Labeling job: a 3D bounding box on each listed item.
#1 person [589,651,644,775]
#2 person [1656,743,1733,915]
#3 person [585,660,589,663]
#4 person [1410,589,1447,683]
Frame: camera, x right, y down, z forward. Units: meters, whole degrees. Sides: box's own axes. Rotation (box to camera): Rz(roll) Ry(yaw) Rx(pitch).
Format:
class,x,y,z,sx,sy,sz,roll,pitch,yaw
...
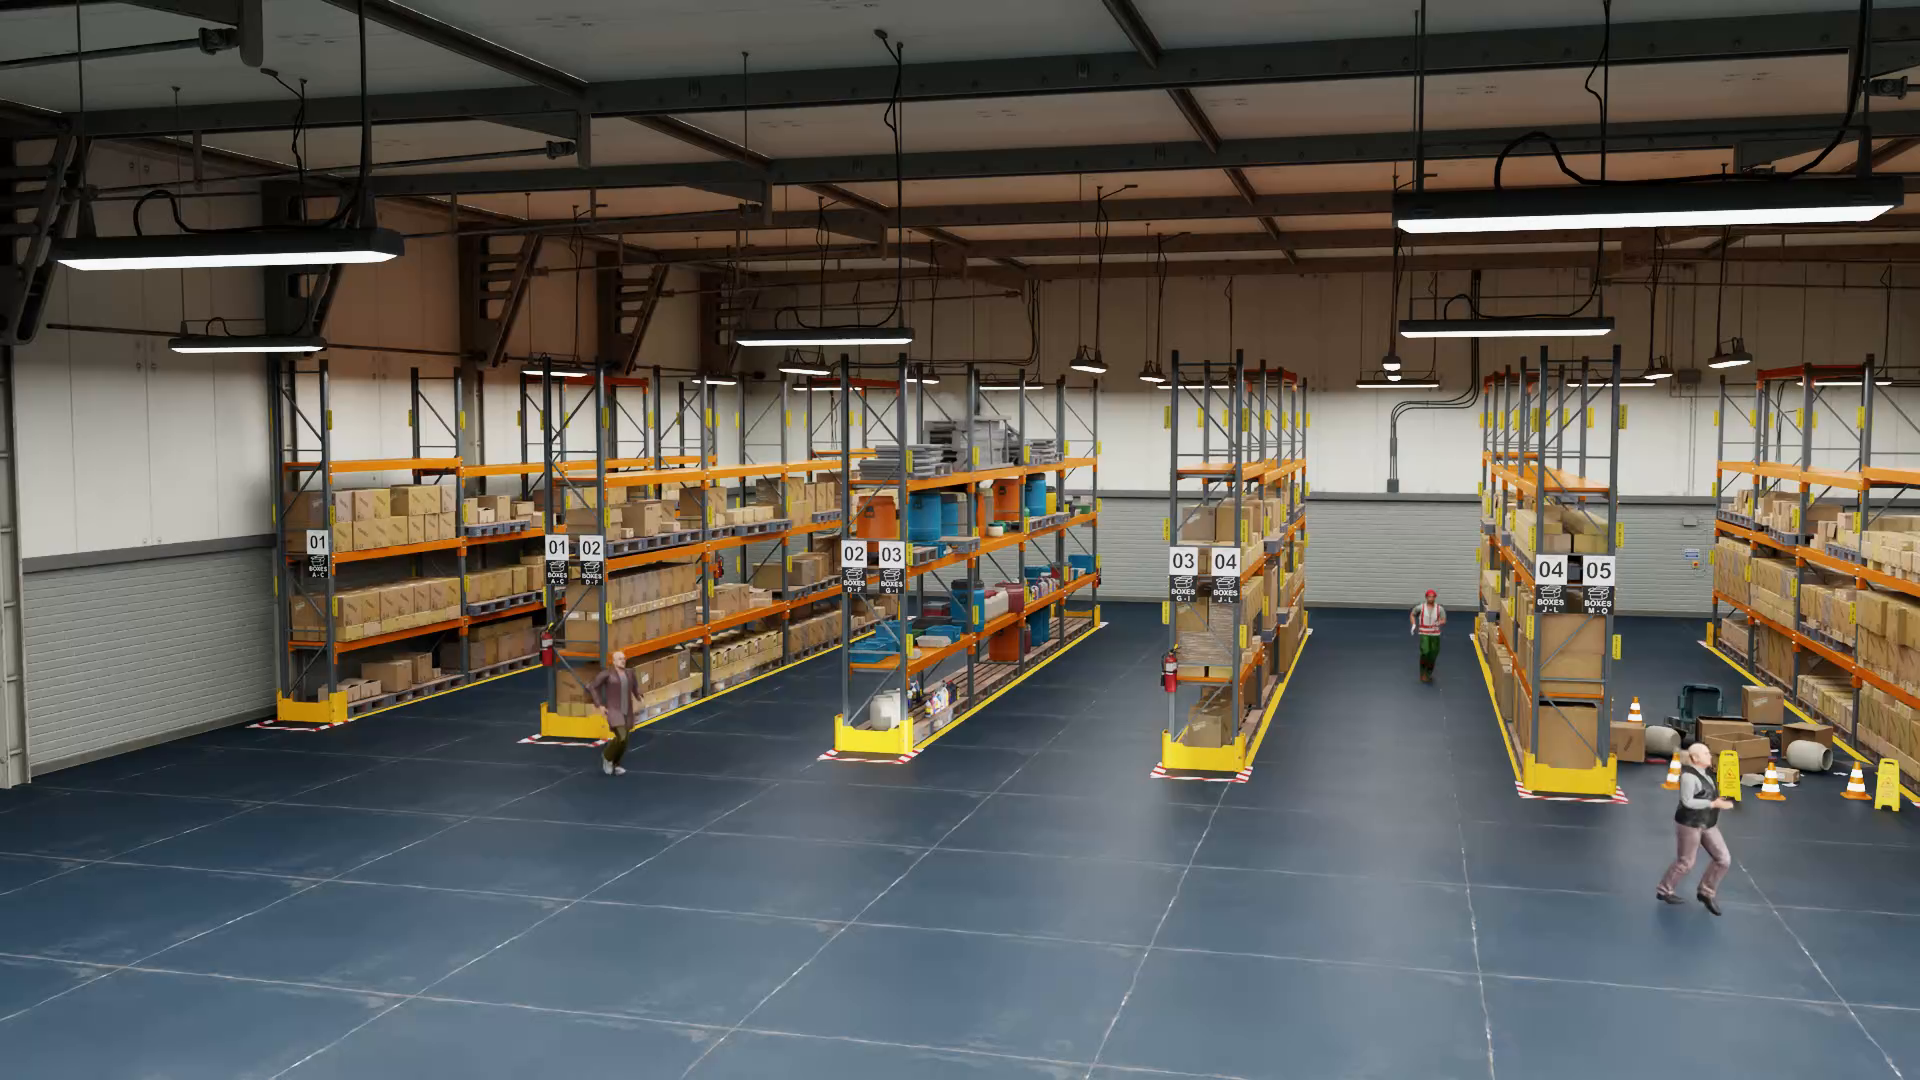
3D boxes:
class,x,y,z,sx,sy,sz,roll,pitch,yaw
person,-4.775,2.440,23.441,0.656,1.746,0.716,4,5,41
person,7.501,2.939,16.893,0.609,1.756,0.786,-3,5,-38
person,-6.824,1.996,30.955,0.515,1.556,0.629,0,4,1
person,8.933,1.833,31.646,0.641,1.785,0.702,0,4,5
